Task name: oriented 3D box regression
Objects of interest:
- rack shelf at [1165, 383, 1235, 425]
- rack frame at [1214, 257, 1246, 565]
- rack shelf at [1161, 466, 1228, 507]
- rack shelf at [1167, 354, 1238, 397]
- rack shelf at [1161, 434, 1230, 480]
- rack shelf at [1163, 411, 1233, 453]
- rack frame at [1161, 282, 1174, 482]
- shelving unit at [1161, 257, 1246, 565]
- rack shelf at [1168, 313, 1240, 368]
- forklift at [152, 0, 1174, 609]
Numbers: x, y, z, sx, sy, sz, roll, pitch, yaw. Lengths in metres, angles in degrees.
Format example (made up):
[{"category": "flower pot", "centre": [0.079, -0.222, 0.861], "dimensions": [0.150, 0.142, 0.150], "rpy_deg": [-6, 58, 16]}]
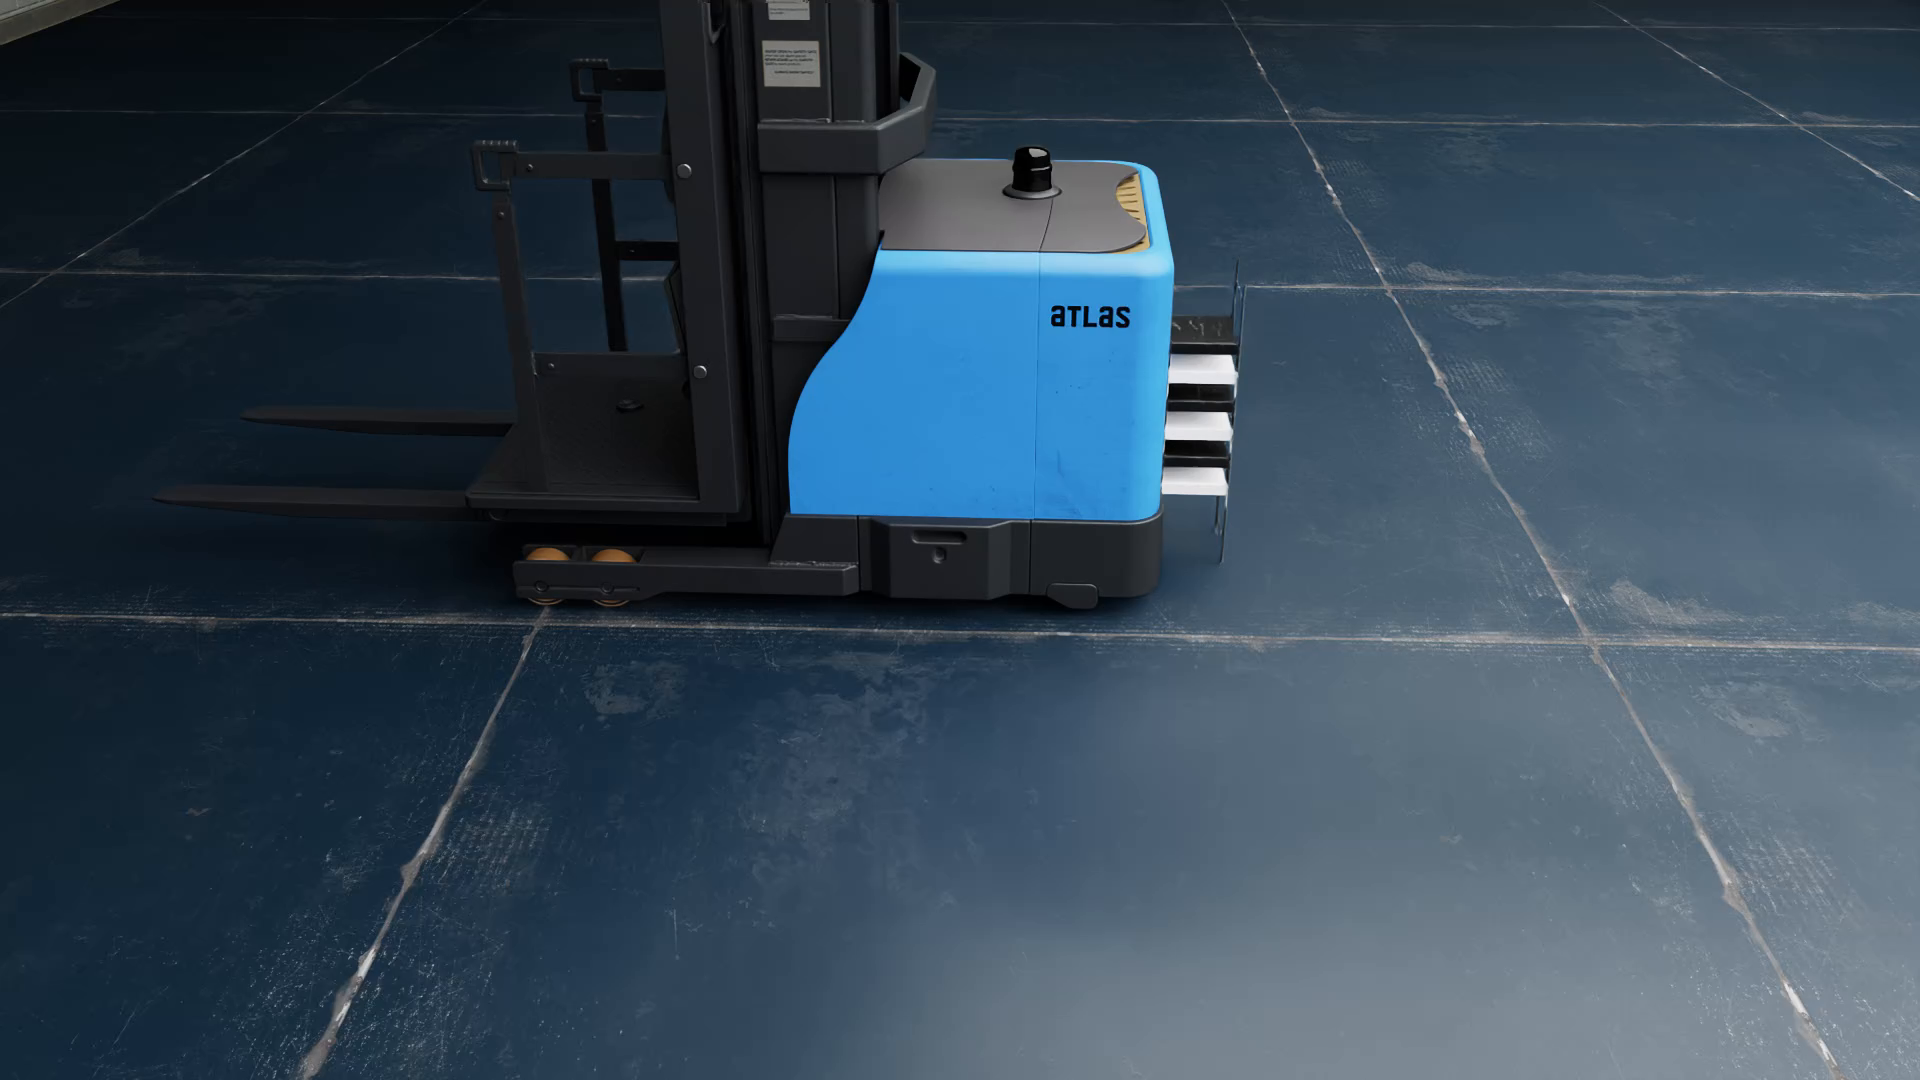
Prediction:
[{"category": "rack shelf", "centre": [0.709, -0.431, 4.981], "dimensions": [0.200, 0.077, 0.258], "rpy_deg": [1, 28, 3]}, {"category": "rack frame", "centre": [0.811, -0.378, 5.003], "dimensions": [0.006, 0.900, 0.240], "rpy_deg": [1, 28, 3]}, {"category": "rack shelf", "centre": [0.709, -0.192, 5.108], "dimensions": [0.200, 0.077, 0.258], "rpy_deg": [1, 28, 3]}, {"category": "rack shelf", "centre": [0.709, -0.510, 4.939], "dimensions": [0.200, 0.077, 0.258], "rpy_deg": [1, 28, 3]}, {"category": "rack shelf", "centre": [0.709, -0.272, 5.065], "dimensions": [0.200, 0.077, 0.258], "rpy_deg": [1, 28, 3]}, {"category": "rack shelf", "centre": [0.709, -0.351, 5.023], "dimensions": [0.200, 0.077, 0.258], "rpy_deg": [1, 28, 3]}, {"category": "rack frame", "centre": [0.607, -0.383, 5.012], "dimensions": [0.006, 0.900, 0.240], "rpy_deg": [1, 28, 3]}, {"category": "shelving unit", "centre": [0.709, -0.381, 5.008], "dimensions": [0.210, 0.900, 0.258], "rpy_deg": [1, 28, 3]}, {"category": "rack shelf", "centre": [0.709, -0.590, 4.897], "dimensions": [0.200, 0.077, 0.258], "rpy_deg": [1, 28, 3]}, {"category": "forklift", "centre": [-0.909, -1.344, 4.656], "dimensions": [3.031, 2.935, 1.130], "rpy_deg": [1, 28, 3]}]
